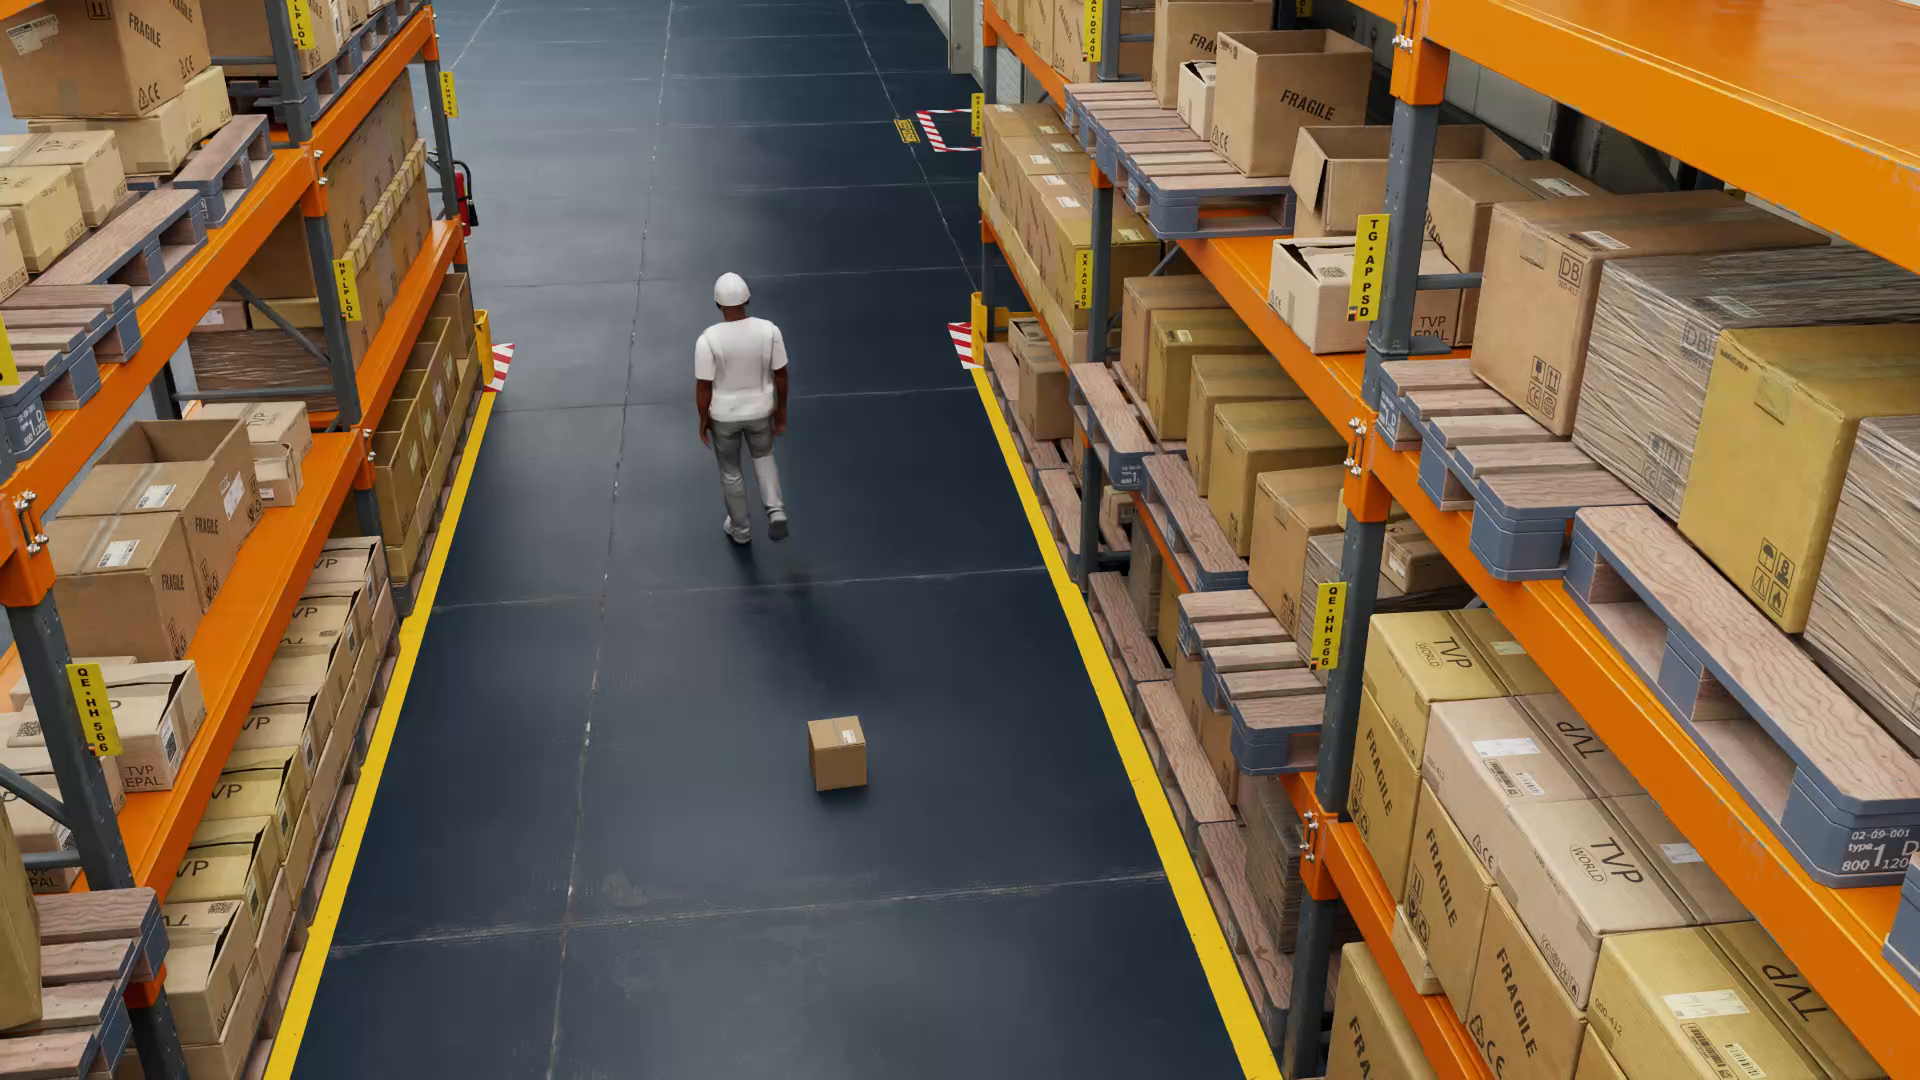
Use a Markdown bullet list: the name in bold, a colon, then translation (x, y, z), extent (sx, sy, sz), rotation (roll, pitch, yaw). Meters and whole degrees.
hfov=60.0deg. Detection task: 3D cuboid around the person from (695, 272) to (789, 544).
- **person**: translation (-1.310, -0.768, 10.060), extent (0.569, 1.753, 0.590), rotation (-11, 29, -20)
